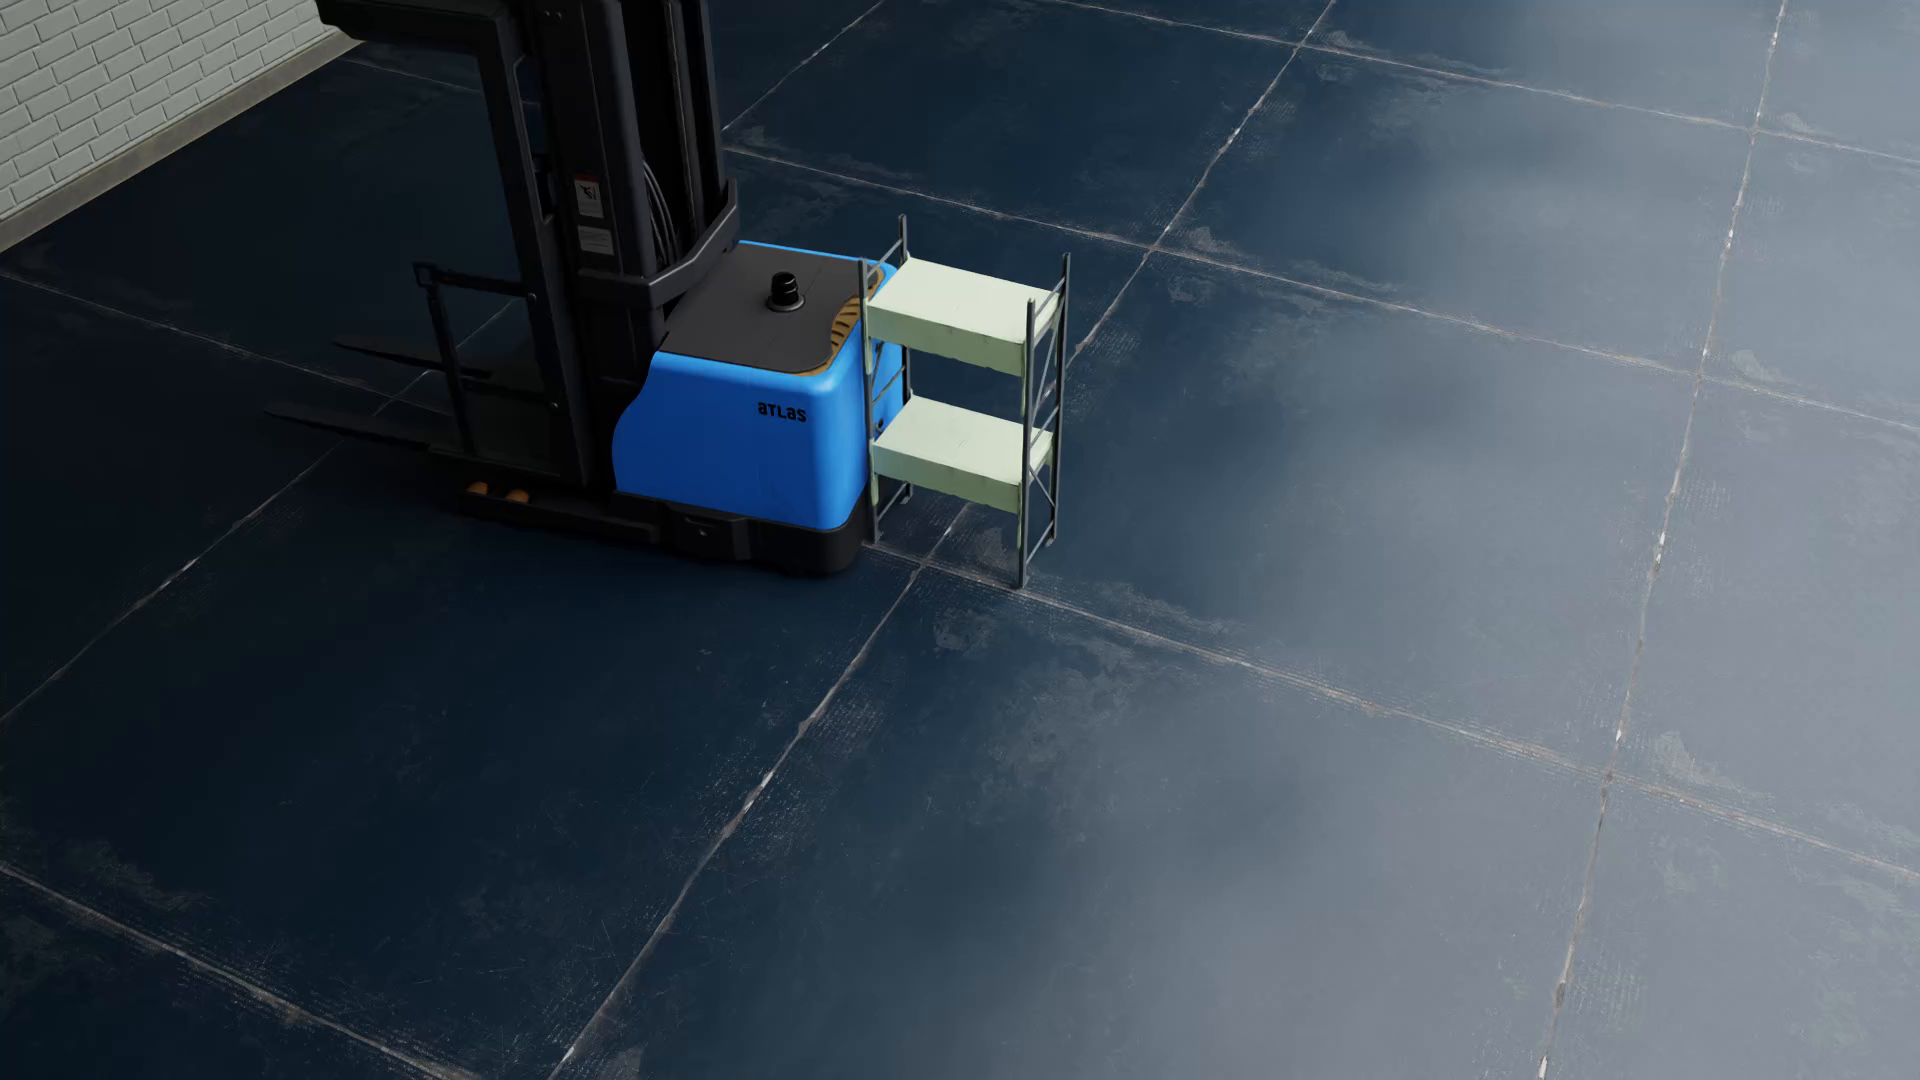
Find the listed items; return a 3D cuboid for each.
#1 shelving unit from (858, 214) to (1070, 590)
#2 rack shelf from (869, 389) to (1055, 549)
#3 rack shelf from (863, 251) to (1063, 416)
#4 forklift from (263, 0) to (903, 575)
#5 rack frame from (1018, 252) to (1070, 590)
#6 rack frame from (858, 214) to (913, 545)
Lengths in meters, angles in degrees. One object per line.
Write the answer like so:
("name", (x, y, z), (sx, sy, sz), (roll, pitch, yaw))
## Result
("shelving unit", (0.017, -0.567, 7.143), (0.755, 1.500, 0.431), (17, 44, 18))
("rack shelf", (0.017, -0.321, 7.357), (0.720, 0.370, 0.431), (17, 44, 18))
("rack shelf", (0.017, -0.862, 6.887), (0.720, 0.370, 0.431), (17, 44, 18))
("forklift", (-1.820, -1.497, 7.123), (3.031, 2.935, 1.130), (11, 42, 12))
("rack frame", (0.351, -0.468, 7.029), (0.023, 1.500, 0.400), (17, 44, 18))
("rack frame", (-0.316, -0.666, 7.257), (0.023, 1.500, 0.400), (17, 44, 18))
